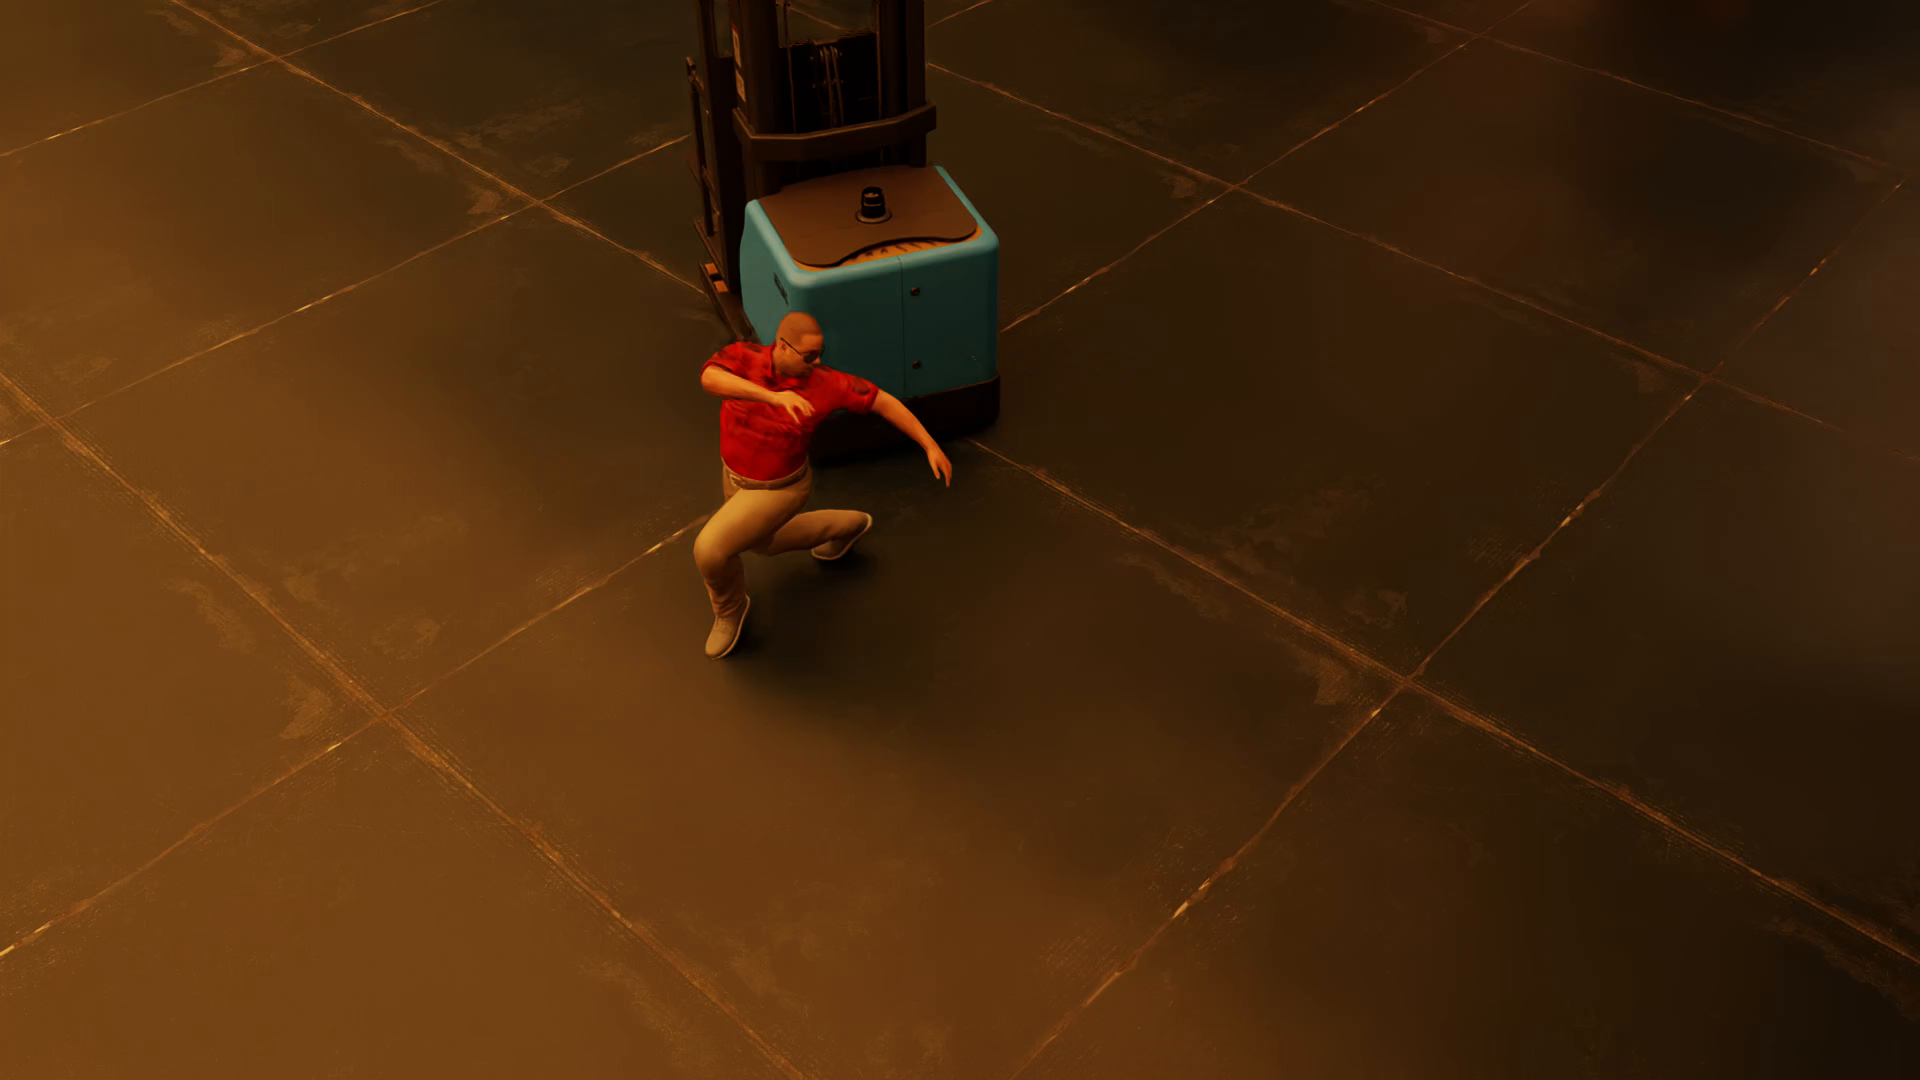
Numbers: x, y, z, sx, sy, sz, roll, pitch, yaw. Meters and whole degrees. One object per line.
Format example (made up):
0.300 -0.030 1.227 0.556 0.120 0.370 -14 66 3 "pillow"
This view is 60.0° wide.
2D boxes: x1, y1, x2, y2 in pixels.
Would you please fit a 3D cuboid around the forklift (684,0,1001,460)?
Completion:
-0.807 -2.464 8.301 1.130 2.935 3.031 -14 43 -16 "forklift"

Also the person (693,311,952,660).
-0.617 -0.213 6.844 0.898 1.454 0.985 25 47 26 "person"
